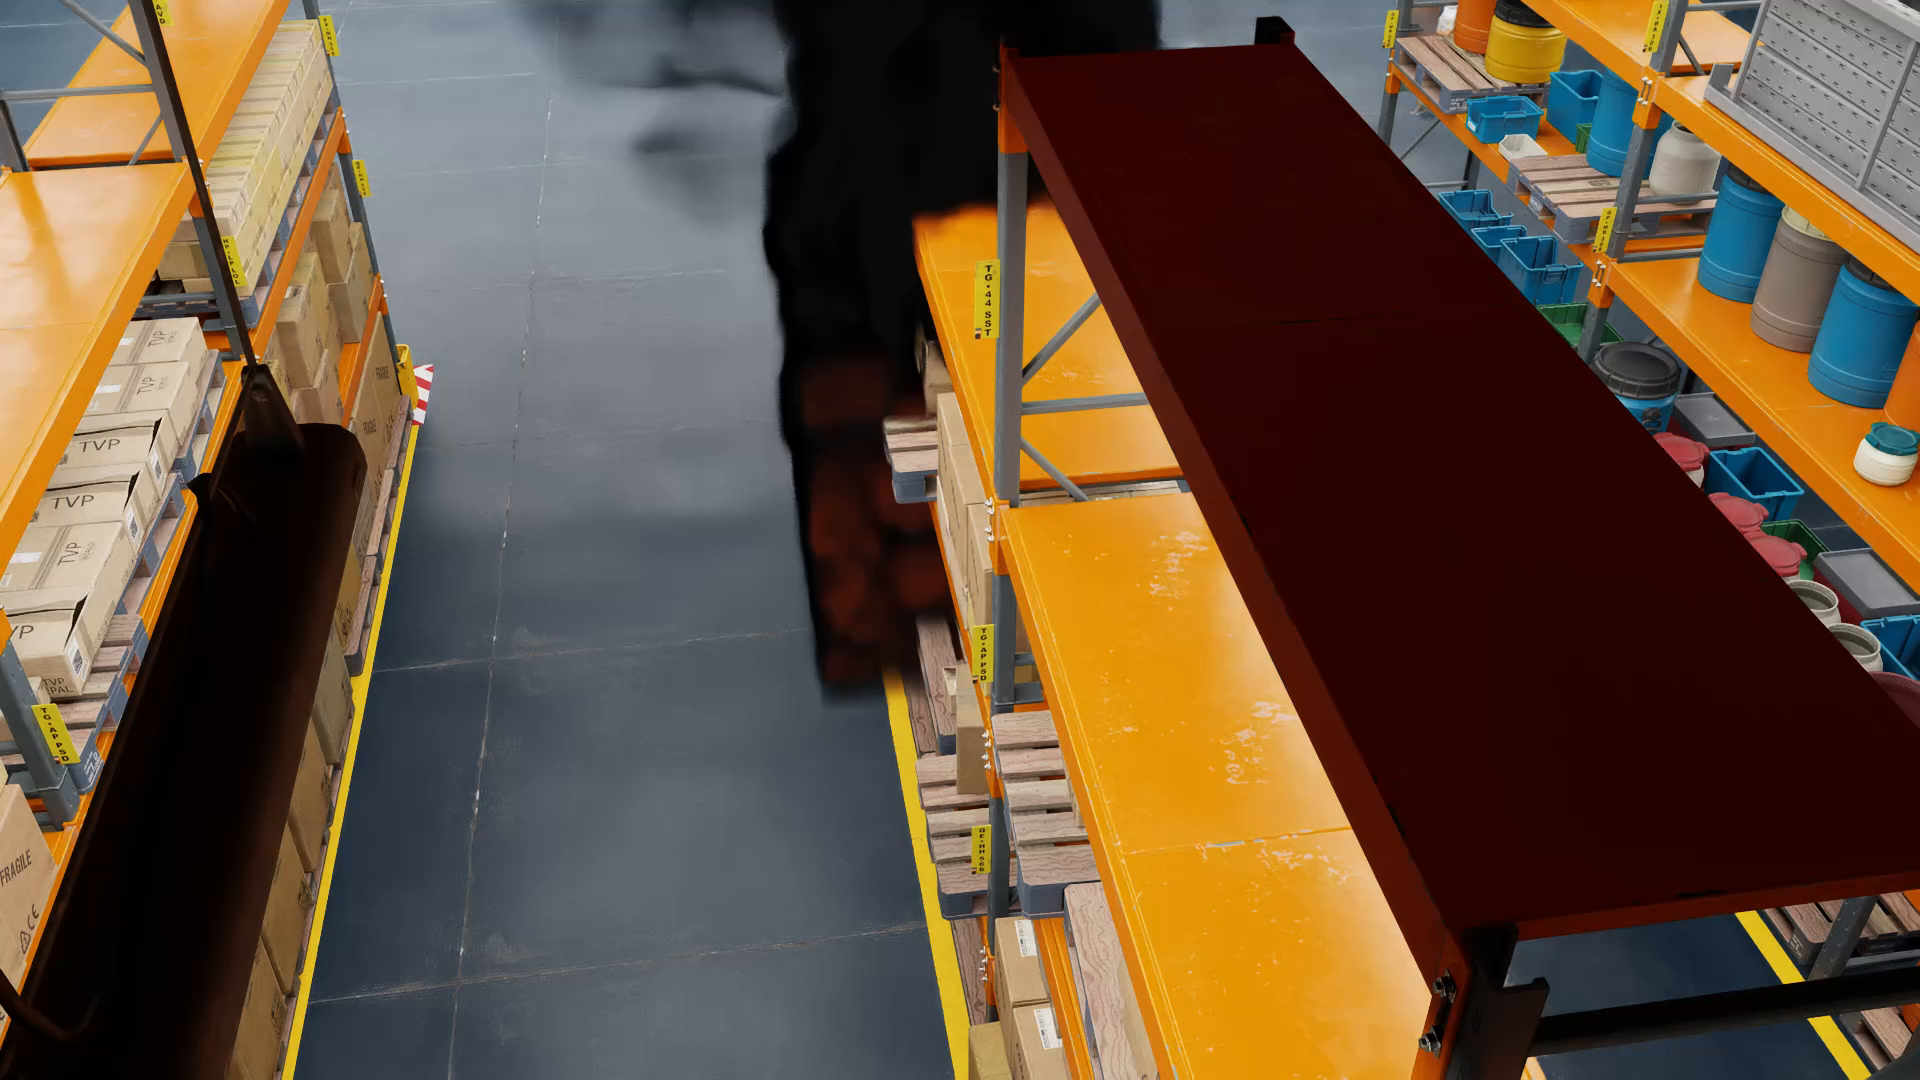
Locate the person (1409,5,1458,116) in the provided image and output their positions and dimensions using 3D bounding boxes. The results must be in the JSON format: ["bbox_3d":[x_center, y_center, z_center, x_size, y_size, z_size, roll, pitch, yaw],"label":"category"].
[{"bbox_3d":[5.907,-5.846,20.039,0.764,1.734,0.576,9,37,12],"label":"person"}]
